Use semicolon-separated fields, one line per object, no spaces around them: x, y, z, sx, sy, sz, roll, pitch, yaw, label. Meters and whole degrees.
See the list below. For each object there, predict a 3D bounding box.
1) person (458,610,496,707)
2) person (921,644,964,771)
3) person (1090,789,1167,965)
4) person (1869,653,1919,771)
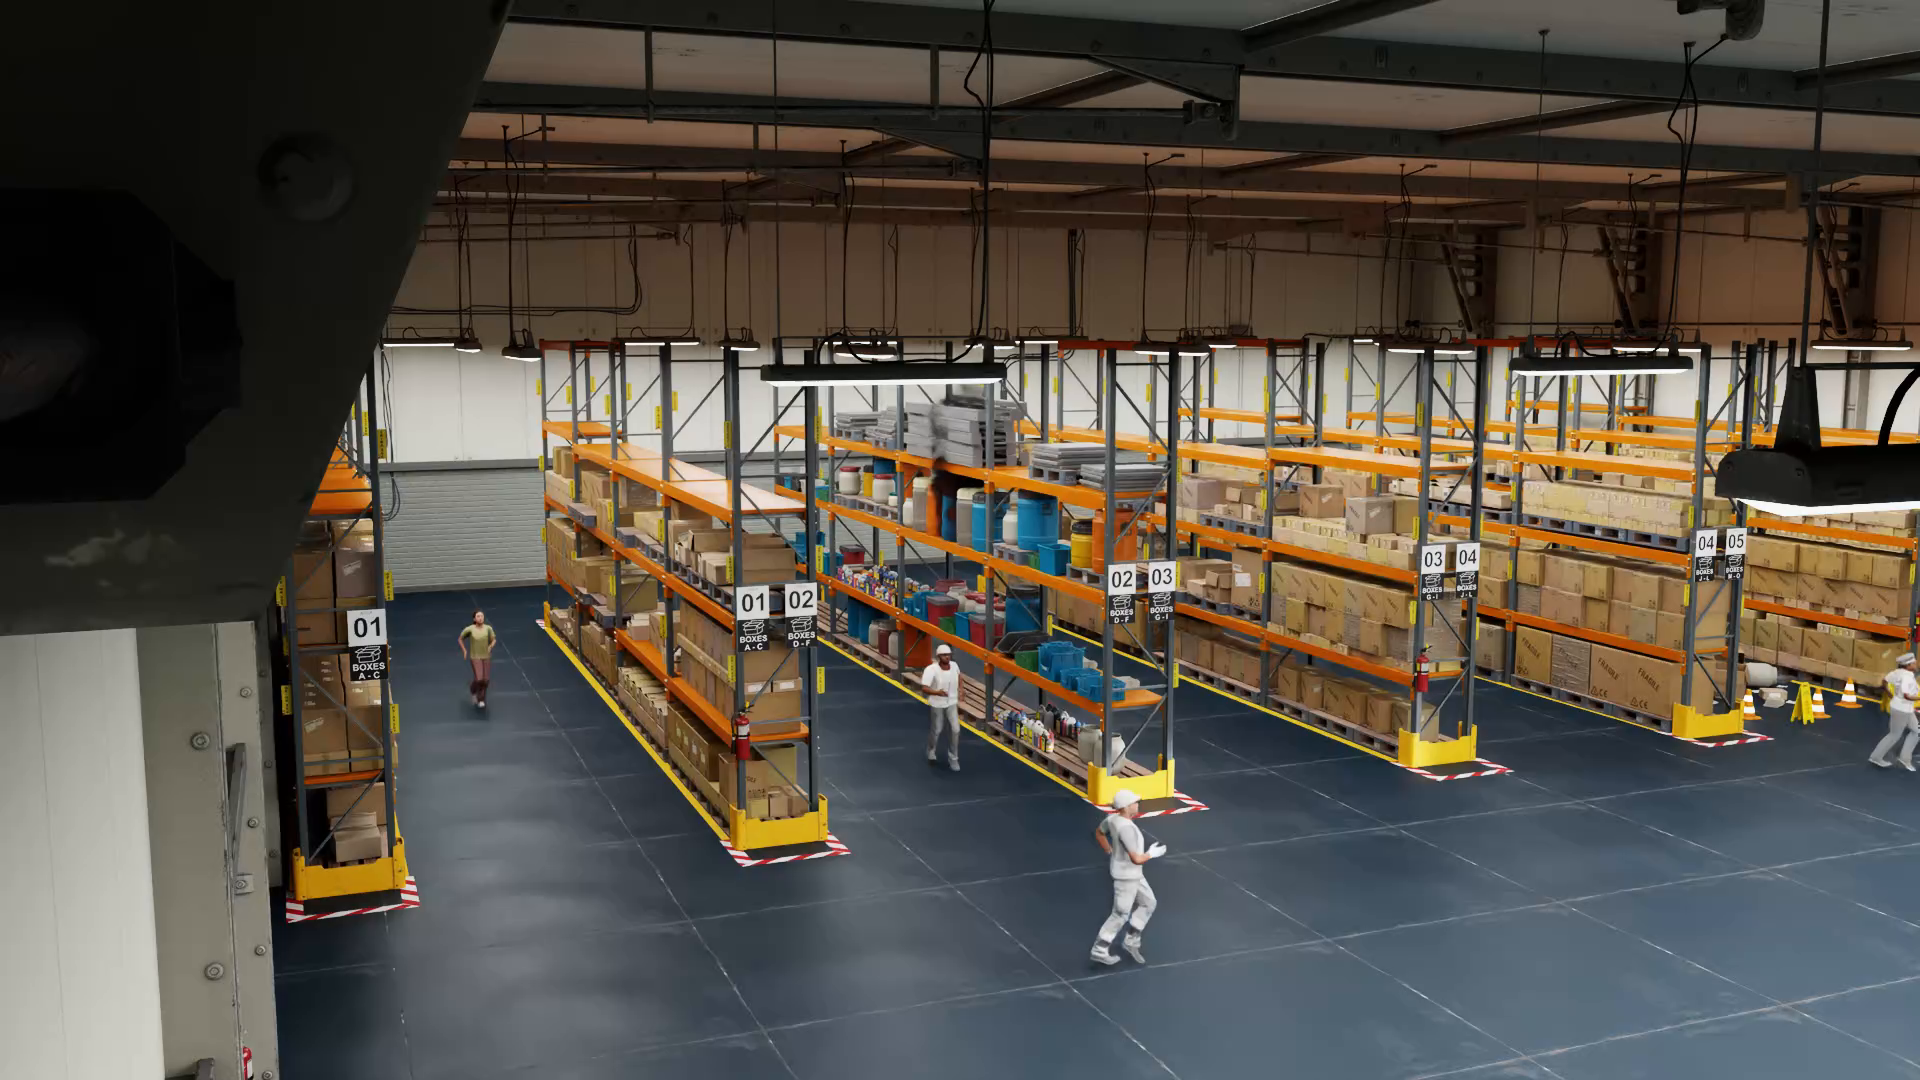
-7.902;1.959;27.402;0.566;1.629;0.549;-5;9;-34;person
-0.231;2.393;23.735;0.724;1.848;0.757;-3;8;-25;person
1.652;3.331;16.347;0.743;1.824;0.640;0;7;0;person
13.351;2.449;23.571;0.739;1.742;0.562;4;8;26;person
